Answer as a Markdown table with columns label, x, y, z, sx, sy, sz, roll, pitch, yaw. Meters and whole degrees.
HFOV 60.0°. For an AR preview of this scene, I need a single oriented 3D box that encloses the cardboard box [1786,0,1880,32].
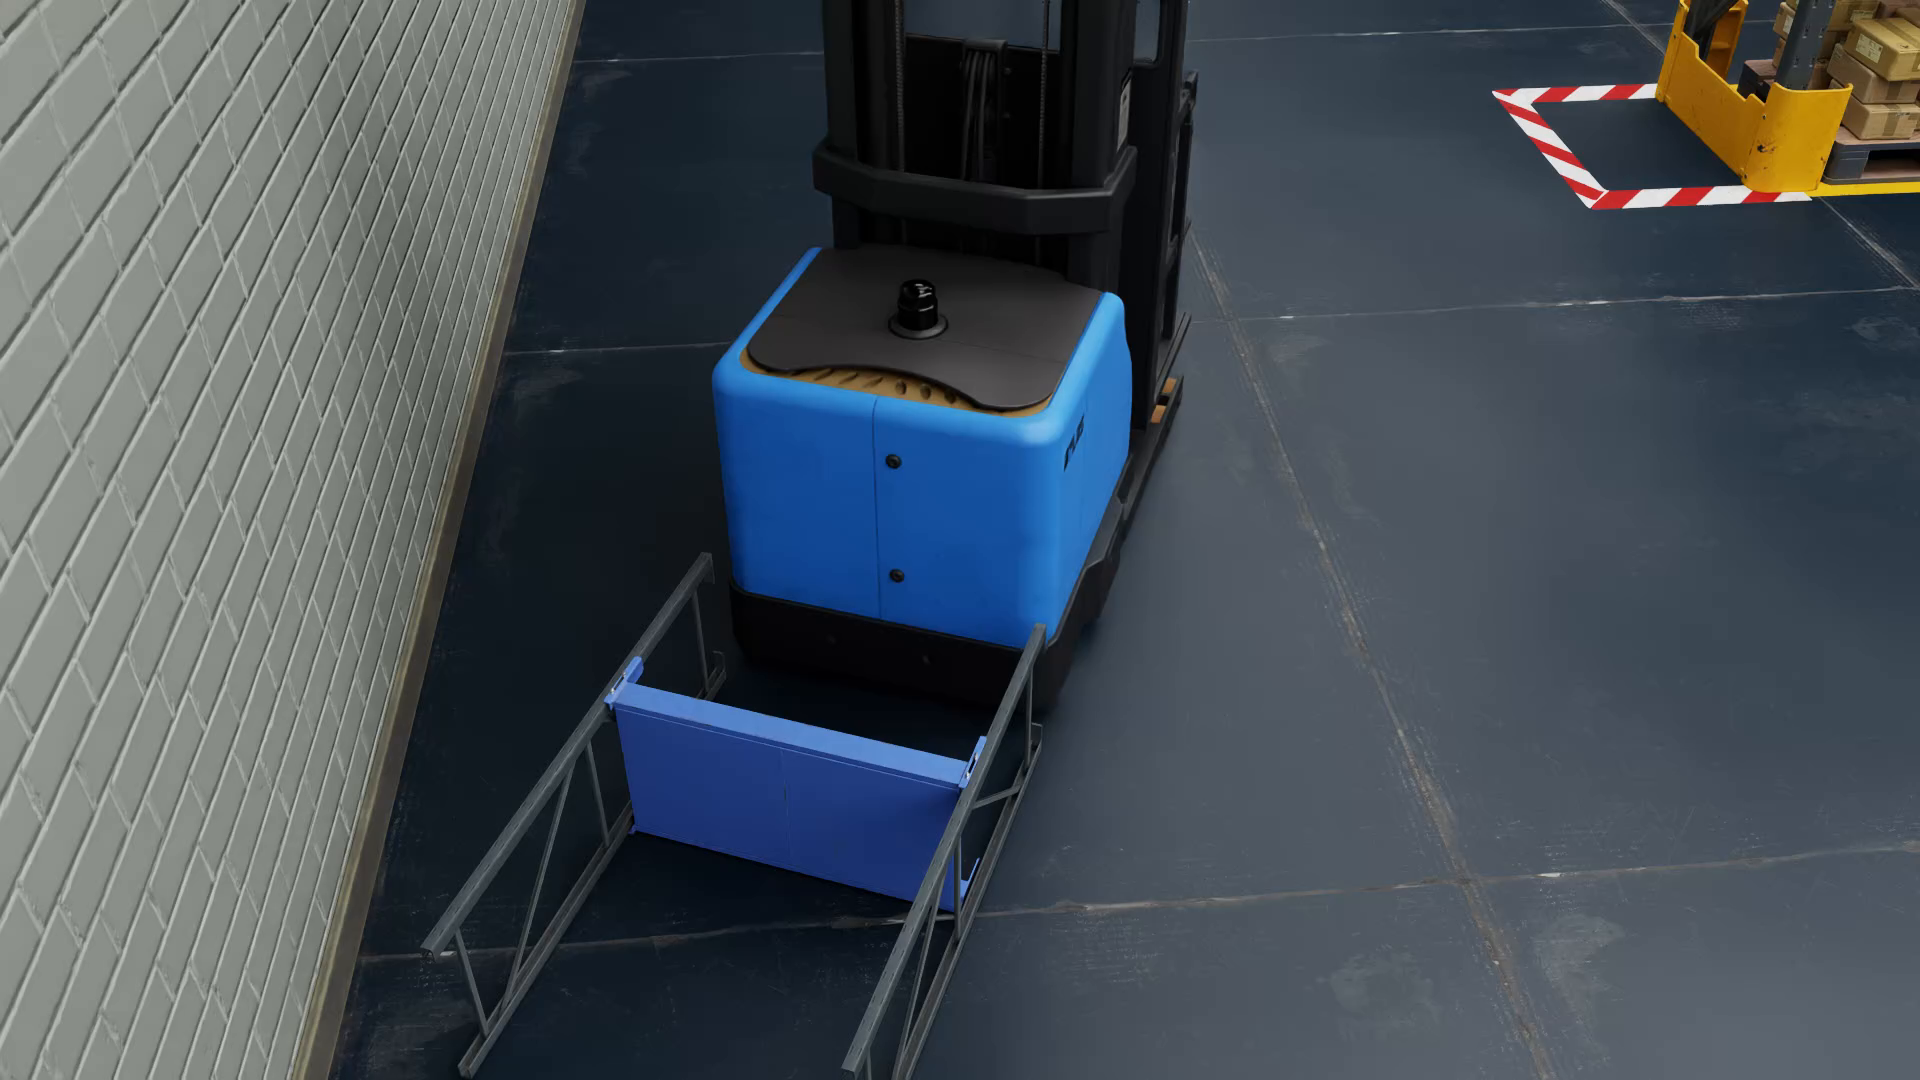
| label | x | y | z | sx | sy | sz | roll | pitch | yaw |
| --- | --- | --- | --- | --- | --- | --- | --- | --- | --- |
| cardboard box | 4.275 | -2.635 | 8.151 | 0.250 | 0.149 | 0.380 | -3 | 38 | -3 |

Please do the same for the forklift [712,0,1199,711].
| label | x | y | z | sx | sy | sz | roll | pitch | yaw |
| --- | --- | --- | --- | --- | --- | --- | --- | --- | --- |
| forklift | 0.216 | -1.556 | 5.356 | 1.130 | 2.935 | 3.031 | 11 | 40 | 14 |

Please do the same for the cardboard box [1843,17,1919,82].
| label | x | y | z | sx | sy | sz | roll | pitch | yaw |
| --- | --- | --- | --- | --- | --- | --- | --- | --- | --- |
| cardboard box | 4.322 | -2.269 | 7.687 | 0.250 | 0.149 | 0.380 | -5 | 39 | -6 |

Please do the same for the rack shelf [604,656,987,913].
| label | x | y | z | sx | sy | sz | roll | pitch | yaw |
| --- | --- | --- | --- | --- | --- | --- | --- | --- | --- |
| rack shelf | -0.434 | 0.666 | 4.471 | 1.000 | 0.538 | 0.185 | 11 | 40 | 14 |

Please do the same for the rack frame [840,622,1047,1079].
| label | x | y | z | sx | sy | sz | roll | pitch | yaw |
| --- | --- | --- | --- | --- | --- | --- | --- | --- | --- |
| rack frame | -0.006 | 0.869 | 4.214 | 0.032 | 0.500 | 1.500 | 11 | 40 | 14 |

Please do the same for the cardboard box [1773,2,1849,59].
| label | x | y | z | sx | sy | sz | roll | pitch | yaw |
| --- | --- | --- | --- | --- | --- | --- | --- | --- | --- |
| cardboard box | 4.270 | -2.538 | 8.268 | 0.250 | 0.149 | 0.380 | -4 | 38 | -5 |

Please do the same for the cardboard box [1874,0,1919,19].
| label | x | y | z | sx | sy | sz | roll | pitch | yaw |
| --- | --- | --- | --- | --- | --- | --- | --- | --- | --- |
| cardboard box | 4.530 | -2.614 | 8.123 | 0.250 | 0.149 | 0.380 | -2 | 38 | -3 |

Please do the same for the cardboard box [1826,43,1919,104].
| label | x | y | z | sx | sy | sz | roll | pitch | yaw |
| --- | --- | --- | --- | --- | --- | --- | --- | --- | --- |
| cardboard box | 4.314 | -2.204 | 7.844 | 0.250 | 0.149 | 0.380 | -2 | 38 | -2 |

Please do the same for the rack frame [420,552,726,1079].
| label | x | y | z | sx | sy | sz | roll | pitch | yaw |
| --- | --- | --- | --- | --- | --- | --- | --- | --- | --- |
| rack frame | -0.973 | 0.675 | 4.460 | 0.032 | 0.500 | 1.500 | 11 | 40 | 14 |

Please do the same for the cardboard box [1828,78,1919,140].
| label | x | y | z | sx | sy | sz | roll | pitch | yaw |
| --- | --- | --- | --- | --- | --- | --- | --- | --- | --- |
| cardboard box | 4.320 | -2.048 | 7.886 | 0.250 | 0.149 | 0.380 | -2 | 38 | -3 |

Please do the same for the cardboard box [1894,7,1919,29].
| label | x | y | z | sx | sy | sz | roll | pitch | yaw |
| --- | --- | --- | --- | --- | --- | --- | --- | --- | --- |
| cardboard box | 4.586 | -2.359 | 7.800 | 0.250 | 0.149 | 0.380 | -2 | 38 | -3 |

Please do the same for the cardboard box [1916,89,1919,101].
| label | x | y | z | sx | sy | sz | roll | pitch | yaw |
| --- | --- | --- | --- | --- | --- | --- | --- | --- | --- |
| cardboard box | 4.592 | -2.184 | 7.819 | 0.250 | 0.149 | 0.380 | -3 | 38 | -4 |

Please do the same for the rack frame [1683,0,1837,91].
| label | x | y | z | sx | sy | sz | roll | pitch | yaw |
| --- | --- | --- | --- | --- | --- | --- | --- | --- | --- |
| rack frame | 3.770 | -3.171 | 7.347 | 0.127 | 3.000 | 1.000 | -3 | 38 | -4 |

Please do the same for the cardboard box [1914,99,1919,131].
| label | x | y | z | sx | sy | sz | roll | pitch | yaw |
| --- | --- | --- | --- | --- | --- | --- | --- | --- | --- |
| cardboard box | 4.573 | -2.113 | 7.968 | 0.250 | 0.149 | 0.380 | -3 | 38 | -4 |

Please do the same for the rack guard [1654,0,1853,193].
| label | x | y | z | sx | sy | sz | roll | pitch | yaw |
| --- | --- | --- | --- | --- | --- | --- | --- | --- | --- |
| rack guard | 3.845 | -2.194 | 8.127 | 0.348 | 0.500 | 1.175 | -3 | 38 | -4 |

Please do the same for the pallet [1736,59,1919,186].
| label | x | y | z | sx | sy | sz | roll | pitch | yaw |
| --- | --- | --- | --- | --- | --- | --- | --- | --- | --- |
| pallet | 4.658 | -2.103 | 8.245 | 1.213 | 0.211 | 1.003 | -3 | 38 | -4 |

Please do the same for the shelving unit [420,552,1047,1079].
| label | x | y | z | sx | sy | sz | roll | pitch | yaw |
| --- | --- | --- | --- | --- | --- | --- | --- | --- | --- |
| shelving unit | -0.489 | 0.772 | 4.337 | 1.048 | 0.538 | 1.500 | 11 | 40 | 14 |

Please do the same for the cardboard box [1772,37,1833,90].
| label | x | y | z | sx | sy | sz | roll | pitch | yaw |
| --- | --- | --- | --- | --- | --- | --- | --- | --- | --- |
| cardboard box | 4.276 | -2.374 | 8.300 | 0.250 | 0.149 | 0.380 | -3 | 38 | -3 |
